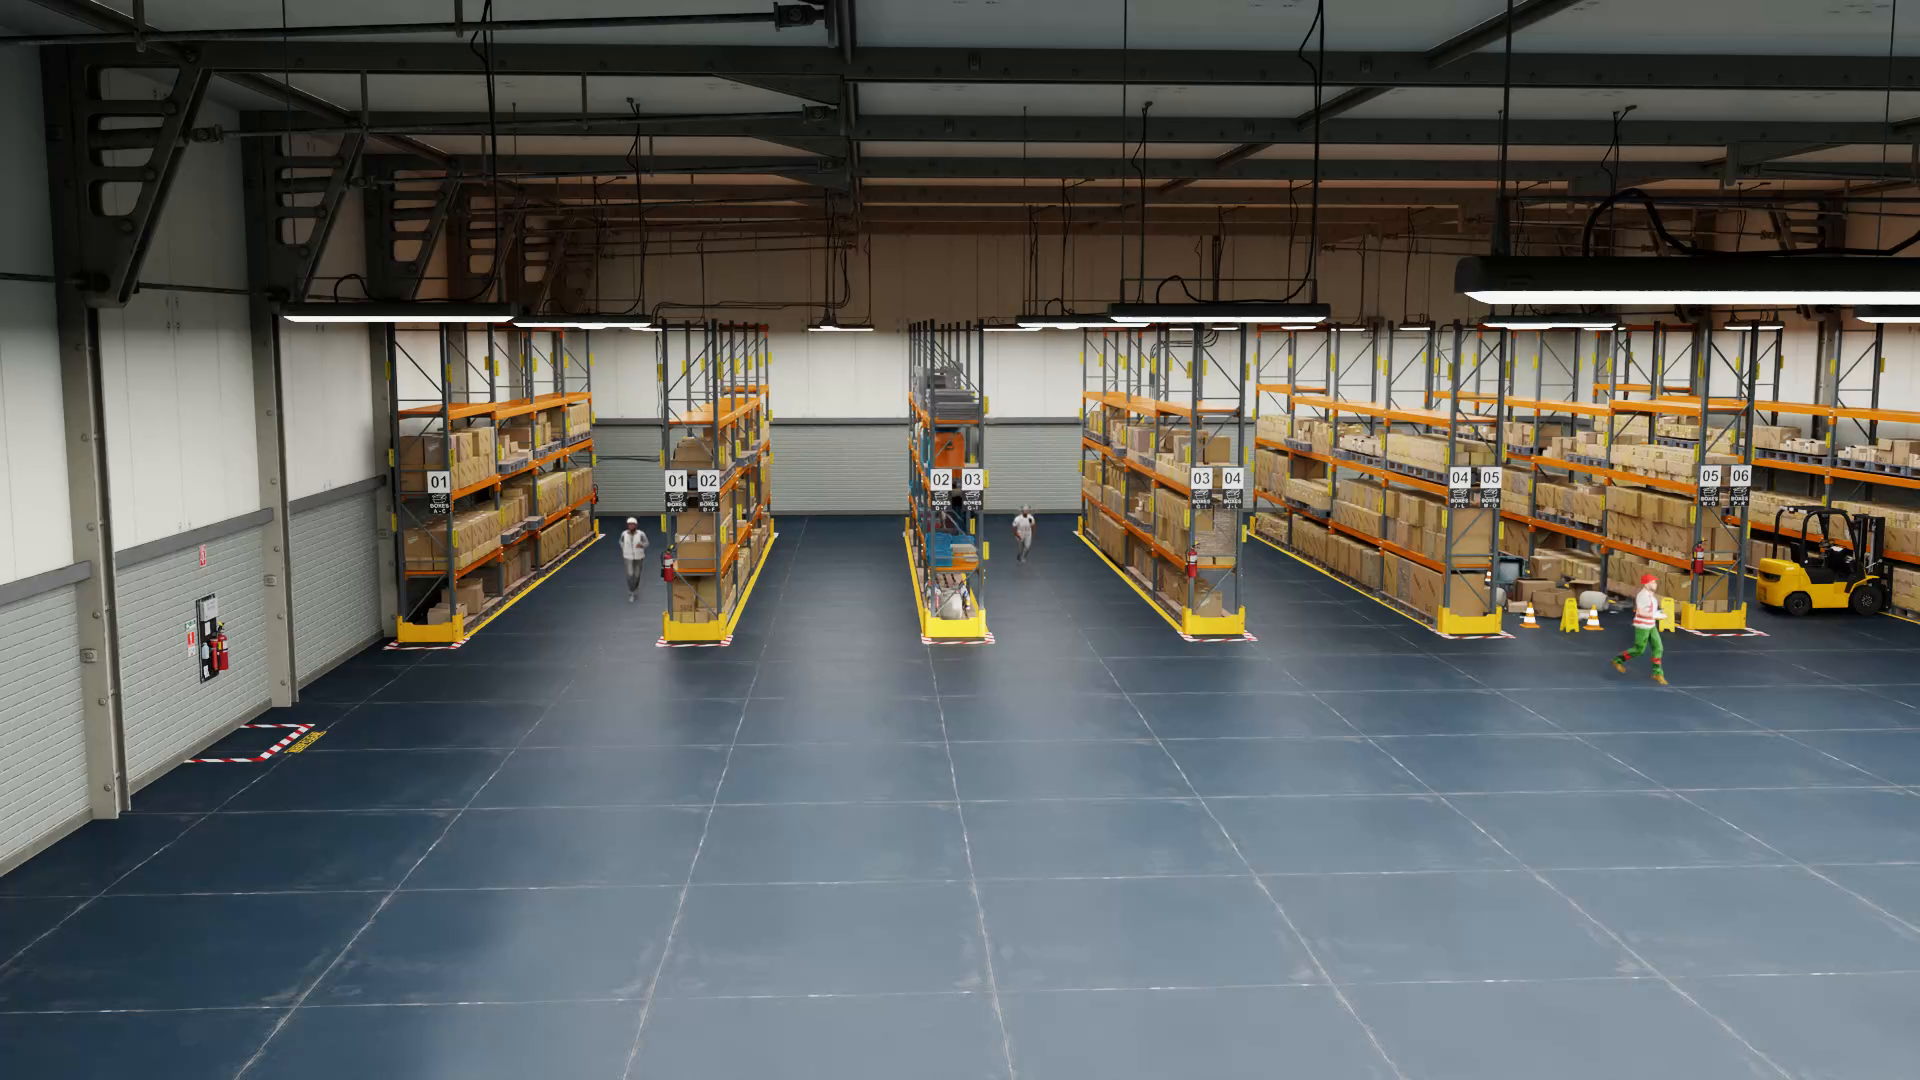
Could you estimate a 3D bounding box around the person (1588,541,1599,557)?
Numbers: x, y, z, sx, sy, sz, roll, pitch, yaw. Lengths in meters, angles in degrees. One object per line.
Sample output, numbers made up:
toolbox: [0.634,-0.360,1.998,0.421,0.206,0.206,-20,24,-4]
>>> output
person: [15.669,-0.184,41.038,0.668,1.757,0.899,-1,7,-10]

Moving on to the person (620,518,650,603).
person: [-7.026,0.409,35.937,0.638,1.811,0.877,-1,7,-11]

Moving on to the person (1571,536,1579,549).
person: [16.263,-0.636,44.386,0.684,1.763,0.765,-2,7,-13]

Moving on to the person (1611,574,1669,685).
person: [11.284,1.462,27.500,0.952,1.830,0.692,6,9,39]

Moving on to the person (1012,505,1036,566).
person: [1.537,-0.098,40.046,0.576,1.544,0.854,-1,7,-7]
